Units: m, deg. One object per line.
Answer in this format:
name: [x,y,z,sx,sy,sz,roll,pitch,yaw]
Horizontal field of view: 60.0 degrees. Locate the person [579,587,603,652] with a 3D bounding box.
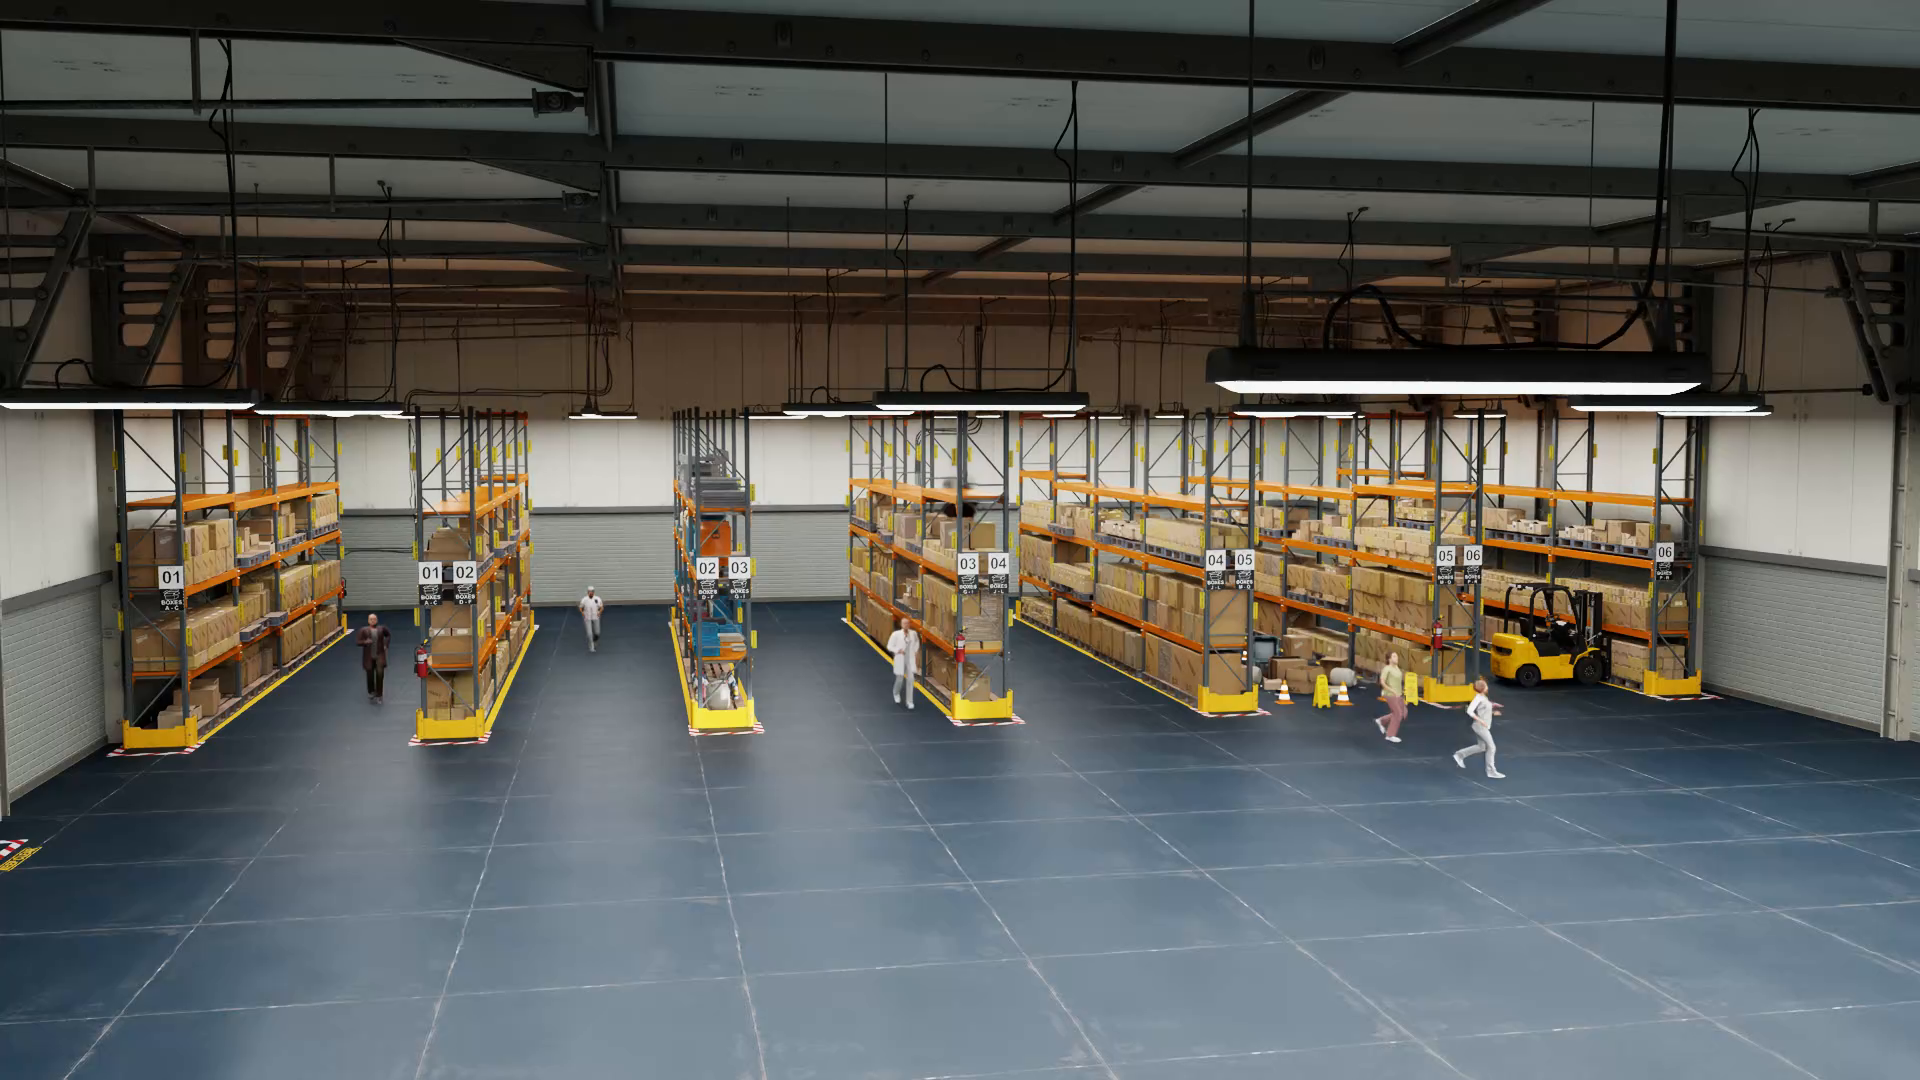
person: [-9.192,1.967,41.458,0.594,1.622,0.556,-1,4,-16]

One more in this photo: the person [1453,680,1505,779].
person: [8.350,3.031,26.742,0.822,1.566,0.504,2,4,24]

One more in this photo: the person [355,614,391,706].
person: [-11.937,2.416,33.860,0.692,1.833,0.850,-2,4,-21]

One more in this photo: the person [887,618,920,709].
person: [-1.105,2.438,33.303,0.719,1.764,0.985,-1,4,-18]

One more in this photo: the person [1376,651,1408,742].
person: [7.733,2.793,29.841,0.547,1.636,0.580,3,5,39]
